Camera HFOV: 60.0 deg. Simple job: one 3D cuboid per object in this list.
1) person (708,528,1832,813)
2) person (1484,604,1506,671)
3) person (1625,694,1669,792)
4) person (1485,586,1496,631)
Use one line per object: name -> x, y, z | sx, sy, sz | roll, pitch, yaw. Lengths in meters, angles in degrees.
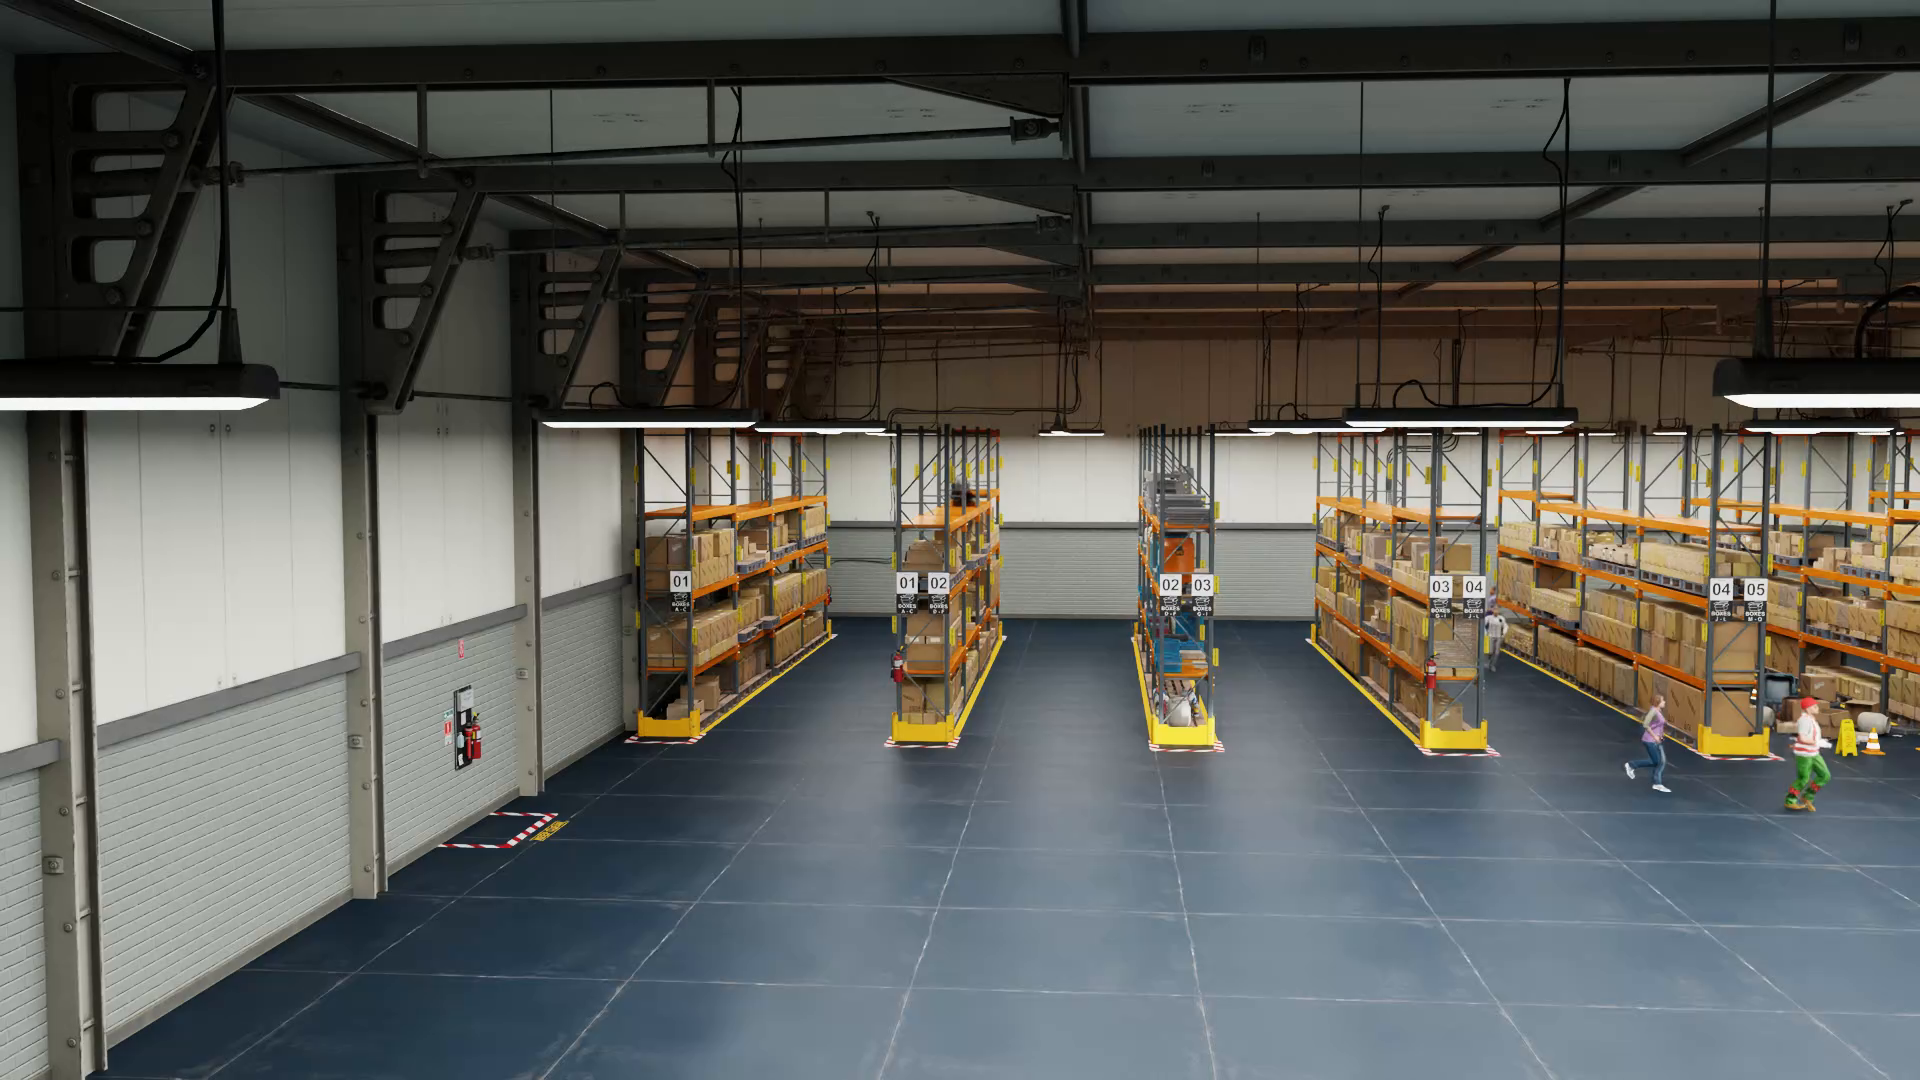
person -> 3.933, 1.977, 30.368 | 6.294, 3.814, 20.622 | -3, 5, -45
person -> 13.158, 2.404, 40.921 | 0.479, 1.663, 0.534 | 0, 3, 6
person -> 11.274, 3.297, 27.205 | 0.696, 1.577, 0.565 | 2, 4, 34
person -> 15.148, 2.075, 47.469 | 0.477, 1.524, 0.743 | 0, 3, -1
